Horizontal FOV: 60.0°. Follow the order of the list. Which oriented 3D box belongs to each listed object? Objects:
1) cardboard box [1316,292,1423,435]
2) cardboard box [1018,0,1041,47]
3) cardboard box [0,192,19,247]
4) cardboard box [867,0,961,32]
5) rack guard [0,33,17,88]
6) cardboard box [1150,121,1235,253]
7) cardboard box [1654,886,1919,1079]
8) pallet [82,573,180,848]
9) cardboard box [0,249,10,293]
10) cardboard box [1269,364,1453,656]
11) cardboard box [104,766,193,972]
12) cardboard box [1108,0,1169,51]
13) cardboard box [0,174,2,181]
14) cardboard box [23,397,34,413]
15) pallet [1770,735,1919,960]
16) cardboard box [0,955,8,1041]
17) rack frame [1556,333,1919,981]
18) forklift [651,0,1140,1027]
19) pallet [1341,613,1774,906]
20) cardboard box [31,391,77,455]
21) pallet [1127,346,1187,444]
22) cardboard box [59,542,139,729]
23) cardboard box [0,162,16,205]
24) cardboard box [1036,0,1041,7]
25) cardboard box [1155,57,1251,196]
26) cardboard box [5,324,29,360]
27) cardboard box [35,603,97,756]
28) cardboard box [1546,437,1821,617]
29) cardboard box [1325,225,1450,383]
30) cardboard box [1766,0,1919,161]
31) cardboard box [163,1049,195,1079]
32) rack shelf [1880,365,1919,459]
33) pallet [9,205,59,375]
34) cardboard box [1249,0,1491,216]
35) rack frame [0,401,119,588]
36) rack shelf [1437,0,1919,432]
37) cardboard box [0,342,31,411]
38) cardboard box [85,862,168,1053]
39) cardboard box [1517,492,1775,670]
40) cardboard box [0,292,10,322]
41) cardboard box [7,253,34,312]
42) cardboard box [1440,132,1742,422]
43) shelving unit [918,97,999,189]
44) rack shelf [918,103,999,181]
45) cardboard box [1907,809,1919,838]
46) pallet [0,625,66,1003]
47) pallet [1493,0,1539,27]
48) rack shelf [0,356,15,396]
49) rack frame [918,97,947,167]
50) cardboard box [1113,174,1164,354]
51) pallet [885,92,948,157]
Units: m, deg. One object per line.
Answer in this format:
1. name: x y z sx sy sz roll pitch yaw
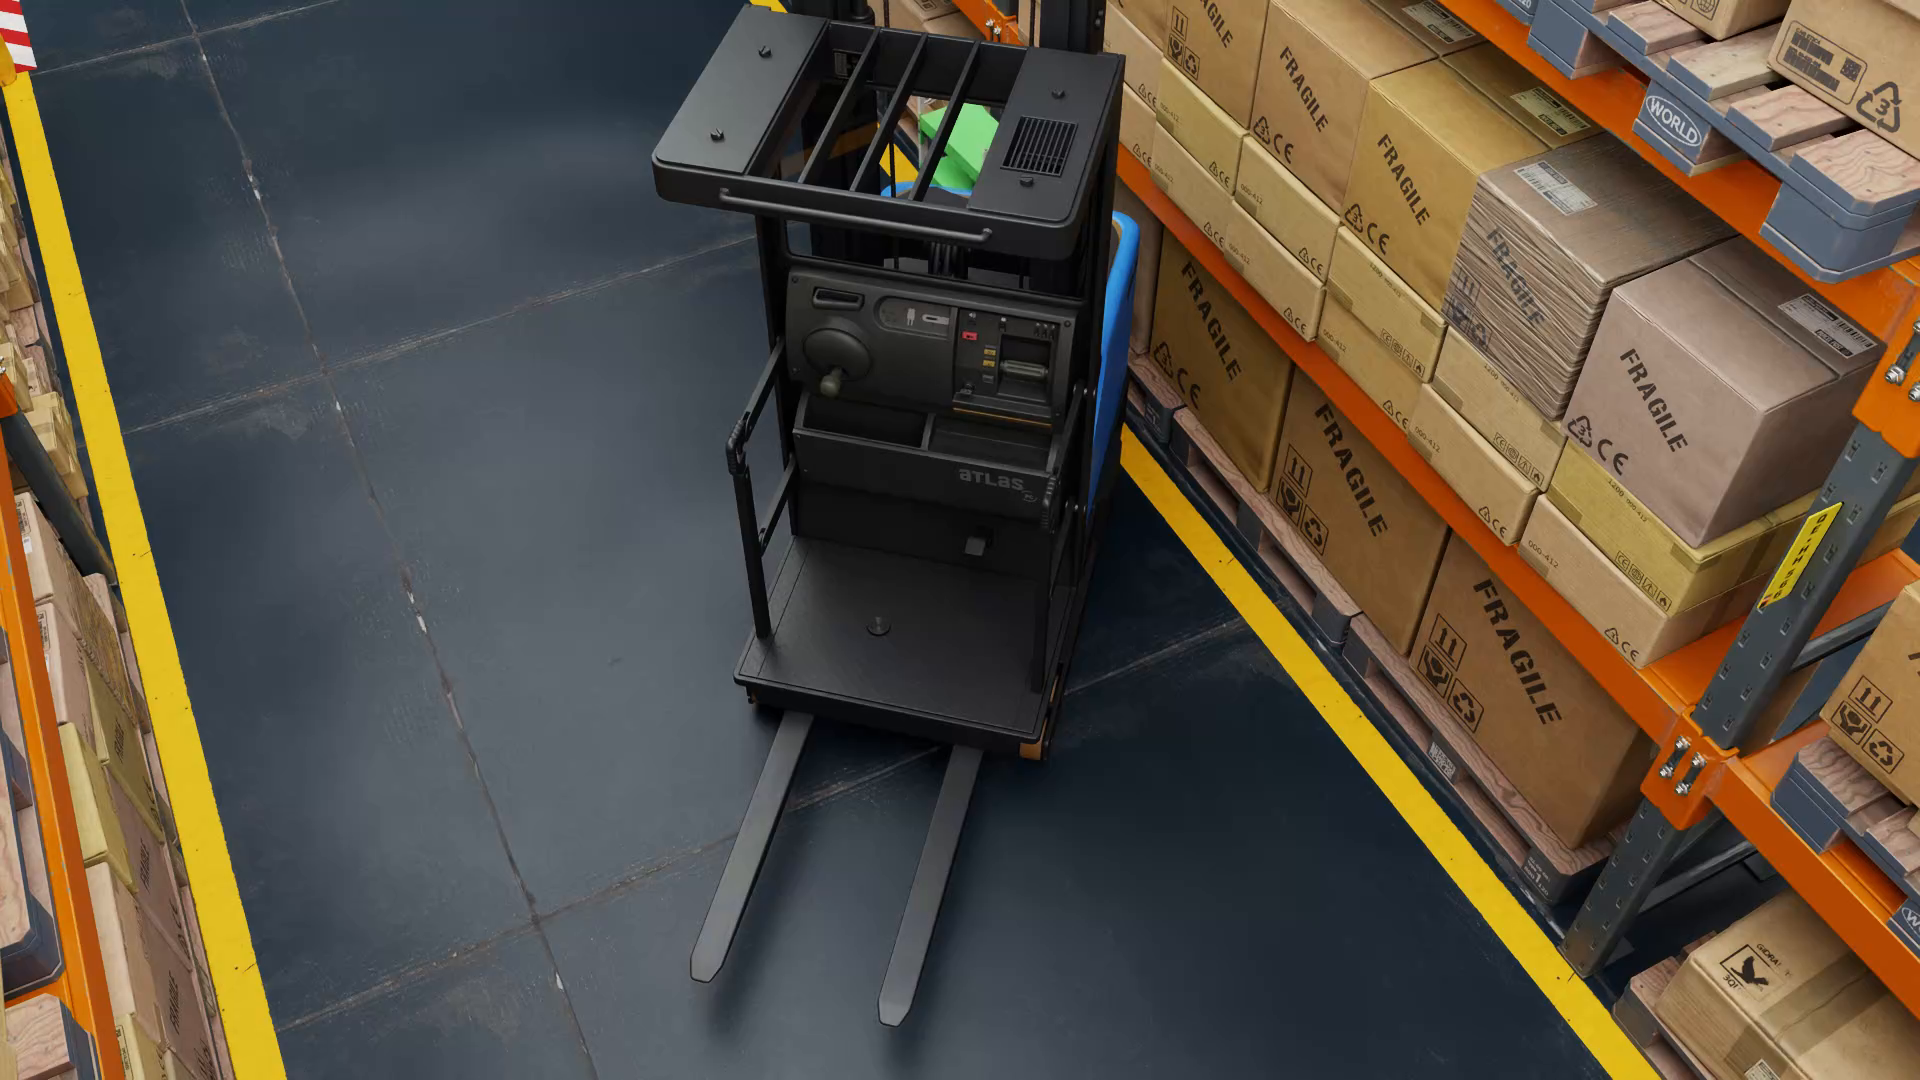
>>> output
1. cardboard box: 1.505 -0.651 5.319 0.500 0.250 0.500 -22 52 -18
2. cardboard box: 0.568 -2.015 6.512 0.500 0.250 0.500 -22 52 -18
3. cardboard box: -4.350 -1.355 7.252 0.380 0.149 0.250 -21 52 -17
4. cardboard box: -0.001 -2.800 8.522 0.875 0.438 0.875 -23 53 -19
5. rack guard: -5.550 -2.480 8.480 1.175 0.500 0.348 -21 52 -18
6. cardboard box: 1.026 -1.321 5.904 0.500 0.250 0.500 -22 52 -18
7. cardboard box: 2.681 1.336 4.948 0.950 0.372 0.625 -24 53 -20
8. pallet: -3.397 0.762 5.836 1.003 0.211 1.213 -21 52 -18
9. cardboard box: -4.144 -1.097 6.829 0.380 0.149 0.250 -20 52 -17
10. cardboard box: 1.785 -0.301 6.045 0.875 0.875 0.875 -21 52 -17
11. cardboard box: -2.726 1.105 5.065 0.500 0.500 0.500 -22 52 -18
12. cardboard box: 0.804 -2.087 5.745 0.500 0.500 0.500 -21 52 -18
13. cardboard box: -4.602 -1.707 7.561 0.380 0.149 0.250 -20 52 -17
14. cardboard box: -3.831 -0.466 6.475 0.380 0.149 0.250 -21 52 -17
15. pallet: 2.852 0.731 4.138 1.213 0.211 1.003 -21 52 -18
16. cardboard box: -2.321 1.036 3.632 0.380 0.149 0.250 -19 51 -16
17. rack frame: 2.431 0.228 4.451 1.000 3.000 0.127 -21 52 -18
18. forklift: -0.151 -0.504 5.136 1.130 2.935 3.031 10 50 9
19. pallet: 2.138 0.592 5.985 1.003 0.211 1.213 -21 52 -18
20. cardboard box: -3.757 -0.409 6.623 0.380 0.149 0.250 -20 52 -16
21. pallet: 1.021 -1.041 7.413 1.003 0.211 1.213 -21 52 -18
22. cardboard box: -3.192 0.416 5.667 0.500 0.500 0.500 -22 52 -18
23. cardboard box: -4.609 -1.620 7.682 0.380 0.149 0.250 -23 53 -19
24. cardboard box: 0.551 -2.173 6.318 0.500 0.250 0.500 -23 53 -19
25. cardboard box: 1.022 -1.487 5.718 0.500 0.250 0.500 -21 52 -17
26. cardboard box: -4.077 -0.710 6.886 0.380 0.149 0.250 -22 52 -18
27. cardboard box: -2.965 0.521 5.078 0.500 0.250 0.500 -19 51 -16
28. cardboard box: 1.984 -0.124 4.526 0.500 0.250 0.500 -21 52 -18
29. cardboard box: 1.493 -0.802 5.119 0.500 0.250 0.500 -22 53 -18
30. cardboard box: 2.125 -1.133 3.300 0.797 0.503 0.637 -24 53 -20
31. cardboard box: -2.254 1.788 4.467 0.500 0.500 0.500 -21 52 -17
32. rack shelf: 3.346 0.815 2.422 1.077 0.370 4.000 -21 52 -18
33. pallet: -4.655 -1.014 7.389 1.003 0.211 1.213 -21 52 -18
34. cardboard box: 1.274 -1.407 5.150 0.500 0.500 0.500 -22 52 -18
35. rack frame: -3.754 -0.677 5.242 1.000 3.000 0.127 -21 52 -18
36. rack shelf: 1.516 -1.862 4.763 1.077 0.370 4.000 -21 52 -18
37. cardboard box: -3.801 -0.579 6.376 0.380 0.149 0.250 -19 51 -16
38. cardboard box: -2.471 1.218 4.468 0.500 0.250 0.500 -21 52 -17
39. cardboard box: 1.969 0.028 4.725 0.500 0.250 0.500 -23 53 -19
40. cardboard box: -4.201 -0.990 6.933 0.380 0.149 0.250 -19 51 -16
41. cardboard box: -4.265 -1.085 7.214 0.380 0.149 0.250 -22 53 -18
42. cardboard box: 1.720 -0.731 4.559 0.500 0.500 0.500 -20 52 -17
43. shelving unit: 0.066 -1.299 6.981 0.258 1.200 0.503 -25 53 -20
44. rack shelf: 0.066 -1.573 6.668 0.258 0.148 0.480 -25 53 -20
45. cardboard box: 2.514 0.654 3.965 0.380 0.149 0.250 -24 53 -20
46. pallet: -2.866 0.753 4.119 1.003 0.211 1.213 -21 52 -18
47. pallet: 1.575 -1.858 4.407 1.003 0.211 1.213 -19 51 -16
48. rack shelf: -4.669 -1.779 6.683 1.077 0.370 4.000 -21 52 -18
49. rack frame: -0.063 -1.455 7.118 0.240 1.200 0.015 -25 53 -20
50. cardboard box: 0.956 -1.501 7.095 0.875 0.875 0.875 -20 52 -16
51. pallet: 0.322 -2.067 8.311 1.003 0.211 1.213 -21 52 -18
